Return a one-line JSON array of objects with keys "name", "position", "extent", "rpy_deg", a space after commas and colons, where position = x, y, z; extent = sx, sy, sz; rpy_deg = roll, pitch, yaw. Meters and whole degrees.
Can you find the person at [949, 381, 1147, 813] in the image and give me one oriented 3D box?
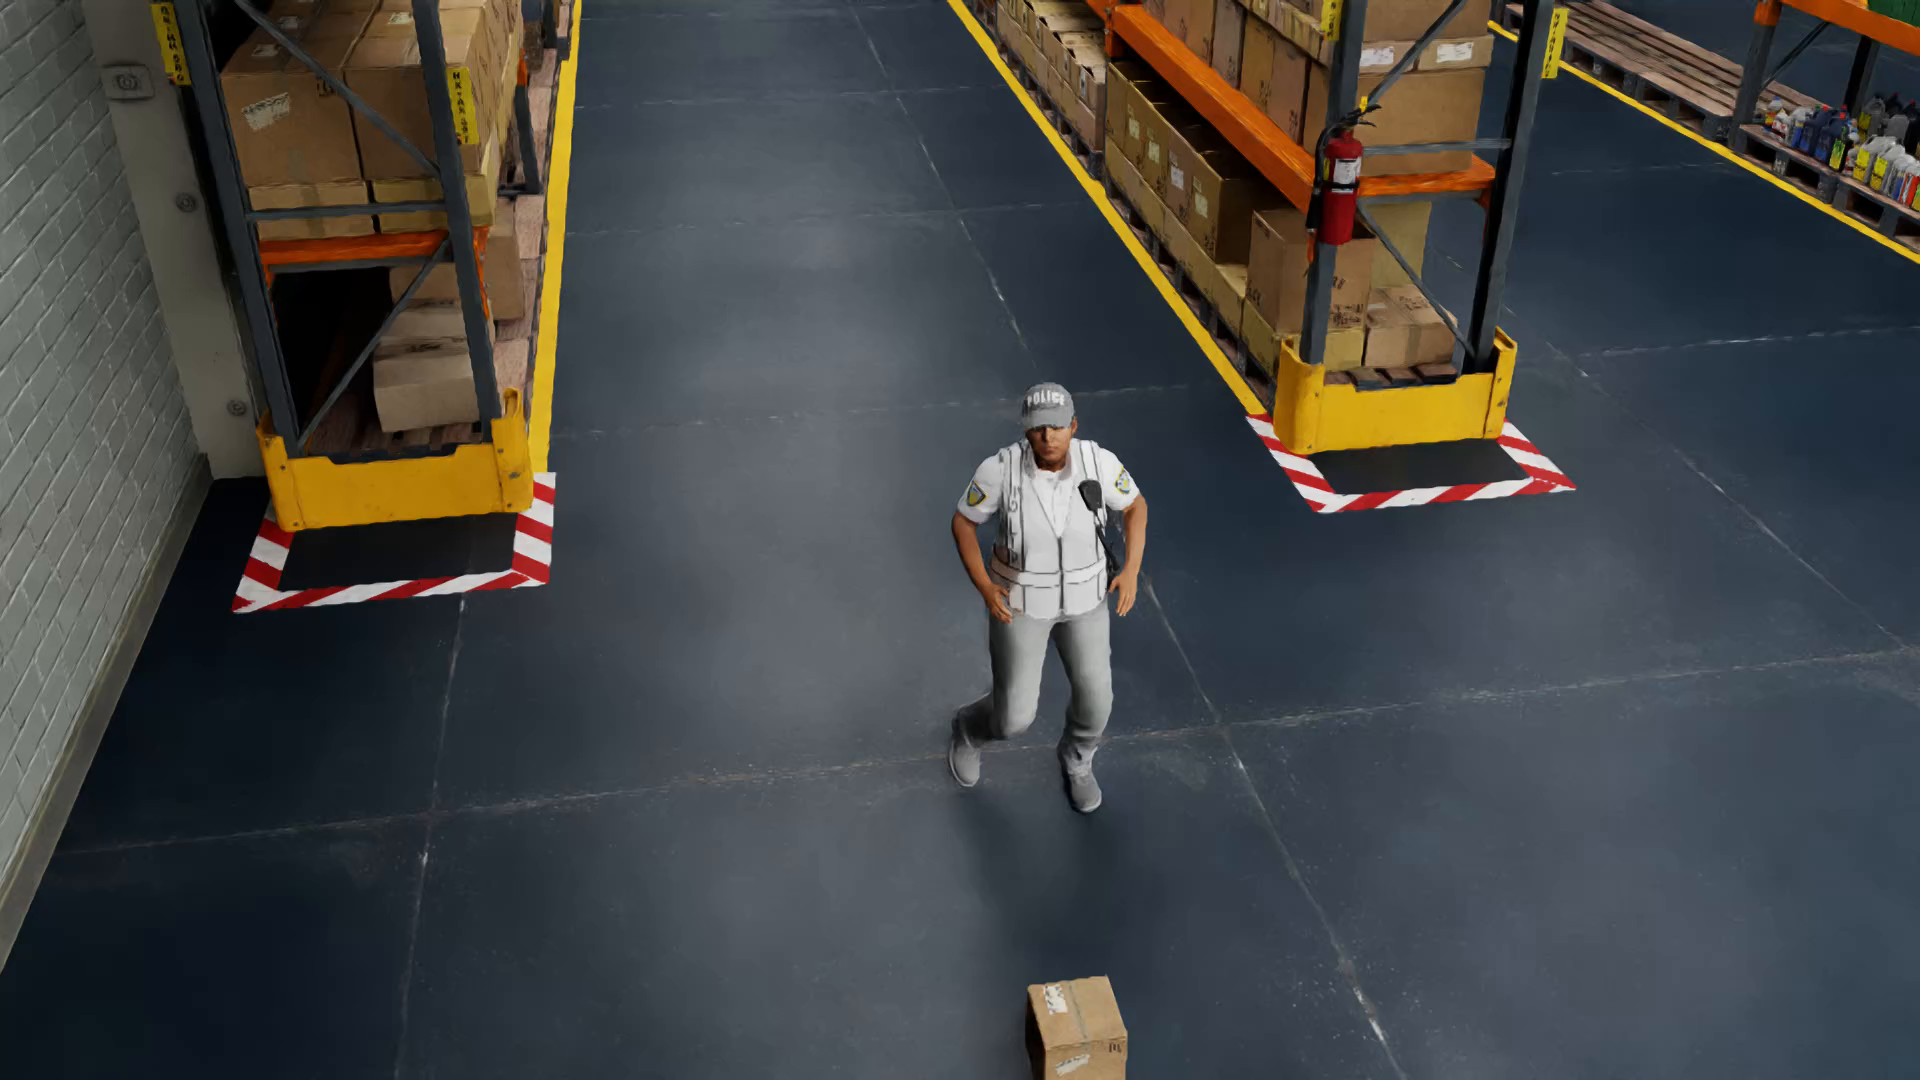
[{"name": "person", "position": [0.325, 0.225, 5.792], "extent": [0.708, 1.636, 0.477], "rpy_deg": [-7, 32, -12]}]
